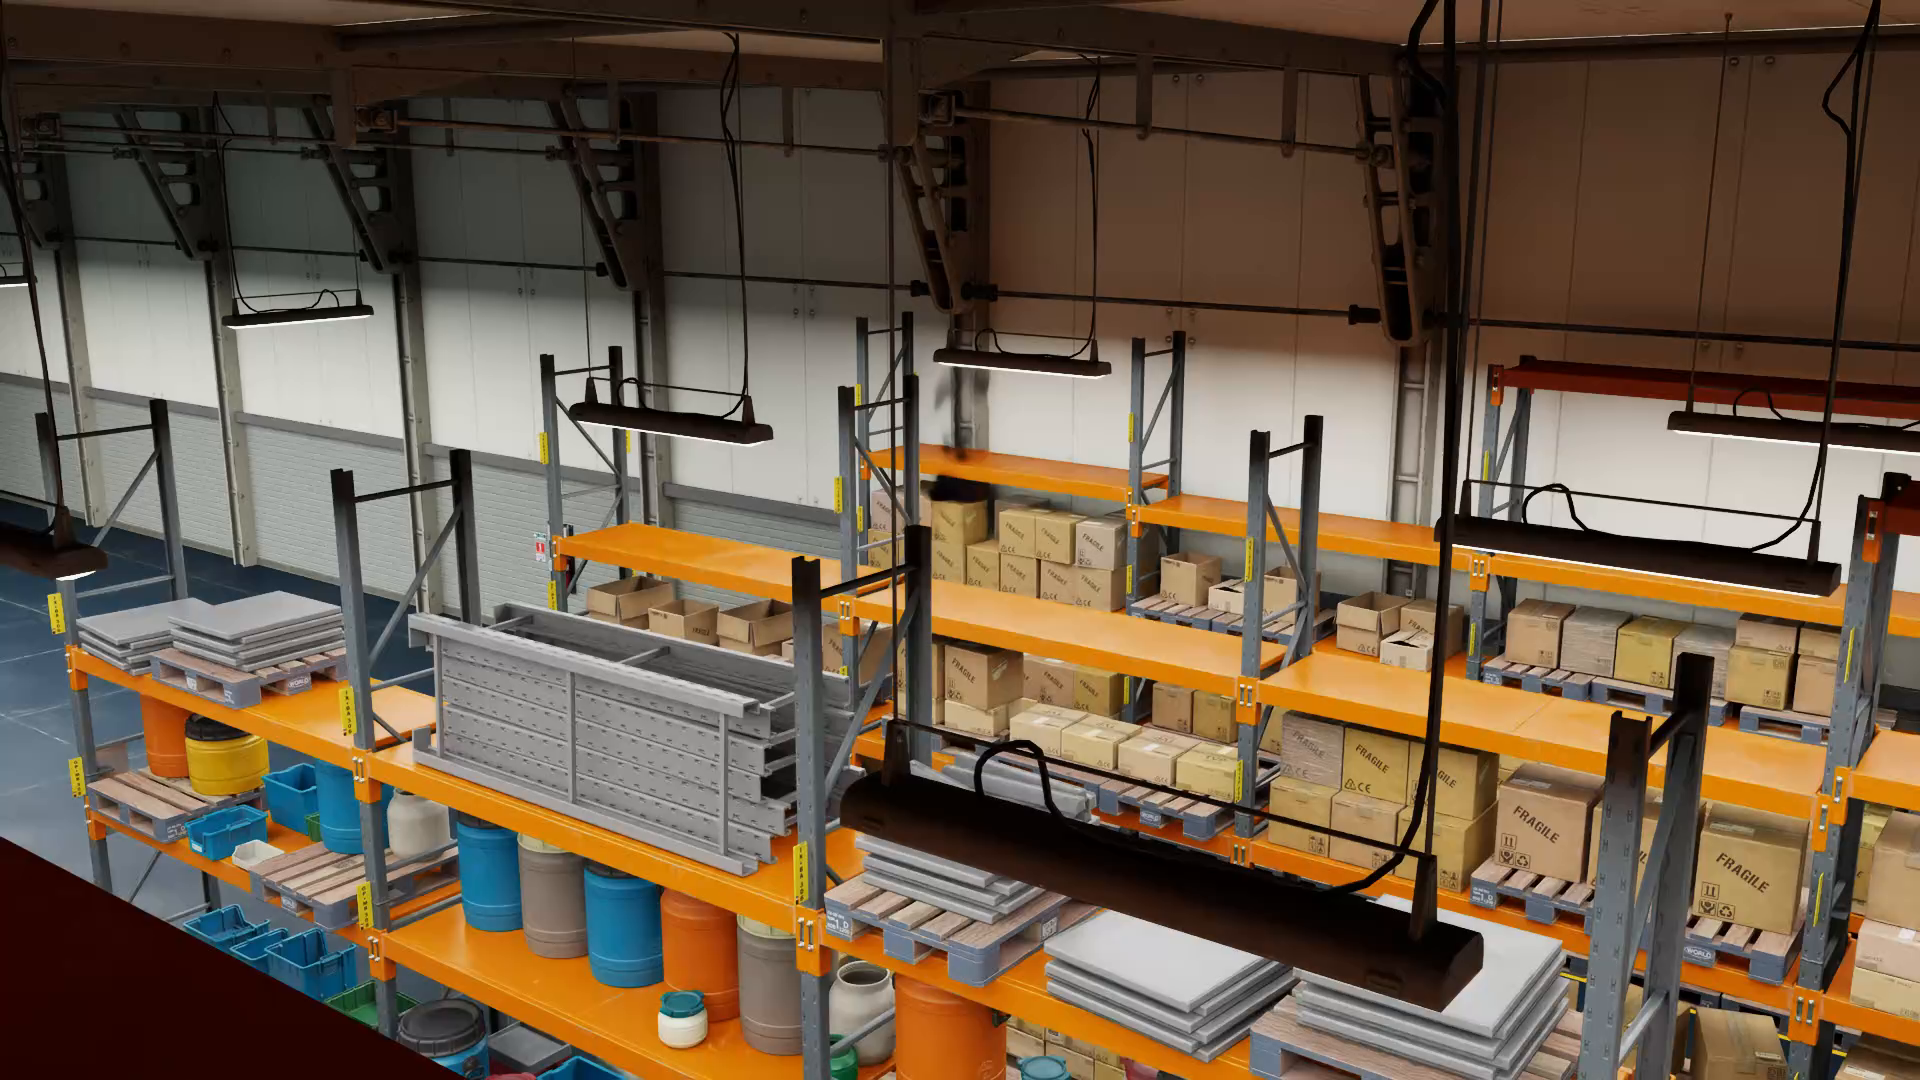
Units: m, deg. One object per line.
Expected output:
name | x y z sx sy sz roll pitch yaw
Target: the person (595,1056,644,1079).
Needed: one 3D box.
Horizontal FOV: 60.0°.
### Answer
person | -2.891 4.054 14.144 0.529 1.661 0.570 8 15 30
